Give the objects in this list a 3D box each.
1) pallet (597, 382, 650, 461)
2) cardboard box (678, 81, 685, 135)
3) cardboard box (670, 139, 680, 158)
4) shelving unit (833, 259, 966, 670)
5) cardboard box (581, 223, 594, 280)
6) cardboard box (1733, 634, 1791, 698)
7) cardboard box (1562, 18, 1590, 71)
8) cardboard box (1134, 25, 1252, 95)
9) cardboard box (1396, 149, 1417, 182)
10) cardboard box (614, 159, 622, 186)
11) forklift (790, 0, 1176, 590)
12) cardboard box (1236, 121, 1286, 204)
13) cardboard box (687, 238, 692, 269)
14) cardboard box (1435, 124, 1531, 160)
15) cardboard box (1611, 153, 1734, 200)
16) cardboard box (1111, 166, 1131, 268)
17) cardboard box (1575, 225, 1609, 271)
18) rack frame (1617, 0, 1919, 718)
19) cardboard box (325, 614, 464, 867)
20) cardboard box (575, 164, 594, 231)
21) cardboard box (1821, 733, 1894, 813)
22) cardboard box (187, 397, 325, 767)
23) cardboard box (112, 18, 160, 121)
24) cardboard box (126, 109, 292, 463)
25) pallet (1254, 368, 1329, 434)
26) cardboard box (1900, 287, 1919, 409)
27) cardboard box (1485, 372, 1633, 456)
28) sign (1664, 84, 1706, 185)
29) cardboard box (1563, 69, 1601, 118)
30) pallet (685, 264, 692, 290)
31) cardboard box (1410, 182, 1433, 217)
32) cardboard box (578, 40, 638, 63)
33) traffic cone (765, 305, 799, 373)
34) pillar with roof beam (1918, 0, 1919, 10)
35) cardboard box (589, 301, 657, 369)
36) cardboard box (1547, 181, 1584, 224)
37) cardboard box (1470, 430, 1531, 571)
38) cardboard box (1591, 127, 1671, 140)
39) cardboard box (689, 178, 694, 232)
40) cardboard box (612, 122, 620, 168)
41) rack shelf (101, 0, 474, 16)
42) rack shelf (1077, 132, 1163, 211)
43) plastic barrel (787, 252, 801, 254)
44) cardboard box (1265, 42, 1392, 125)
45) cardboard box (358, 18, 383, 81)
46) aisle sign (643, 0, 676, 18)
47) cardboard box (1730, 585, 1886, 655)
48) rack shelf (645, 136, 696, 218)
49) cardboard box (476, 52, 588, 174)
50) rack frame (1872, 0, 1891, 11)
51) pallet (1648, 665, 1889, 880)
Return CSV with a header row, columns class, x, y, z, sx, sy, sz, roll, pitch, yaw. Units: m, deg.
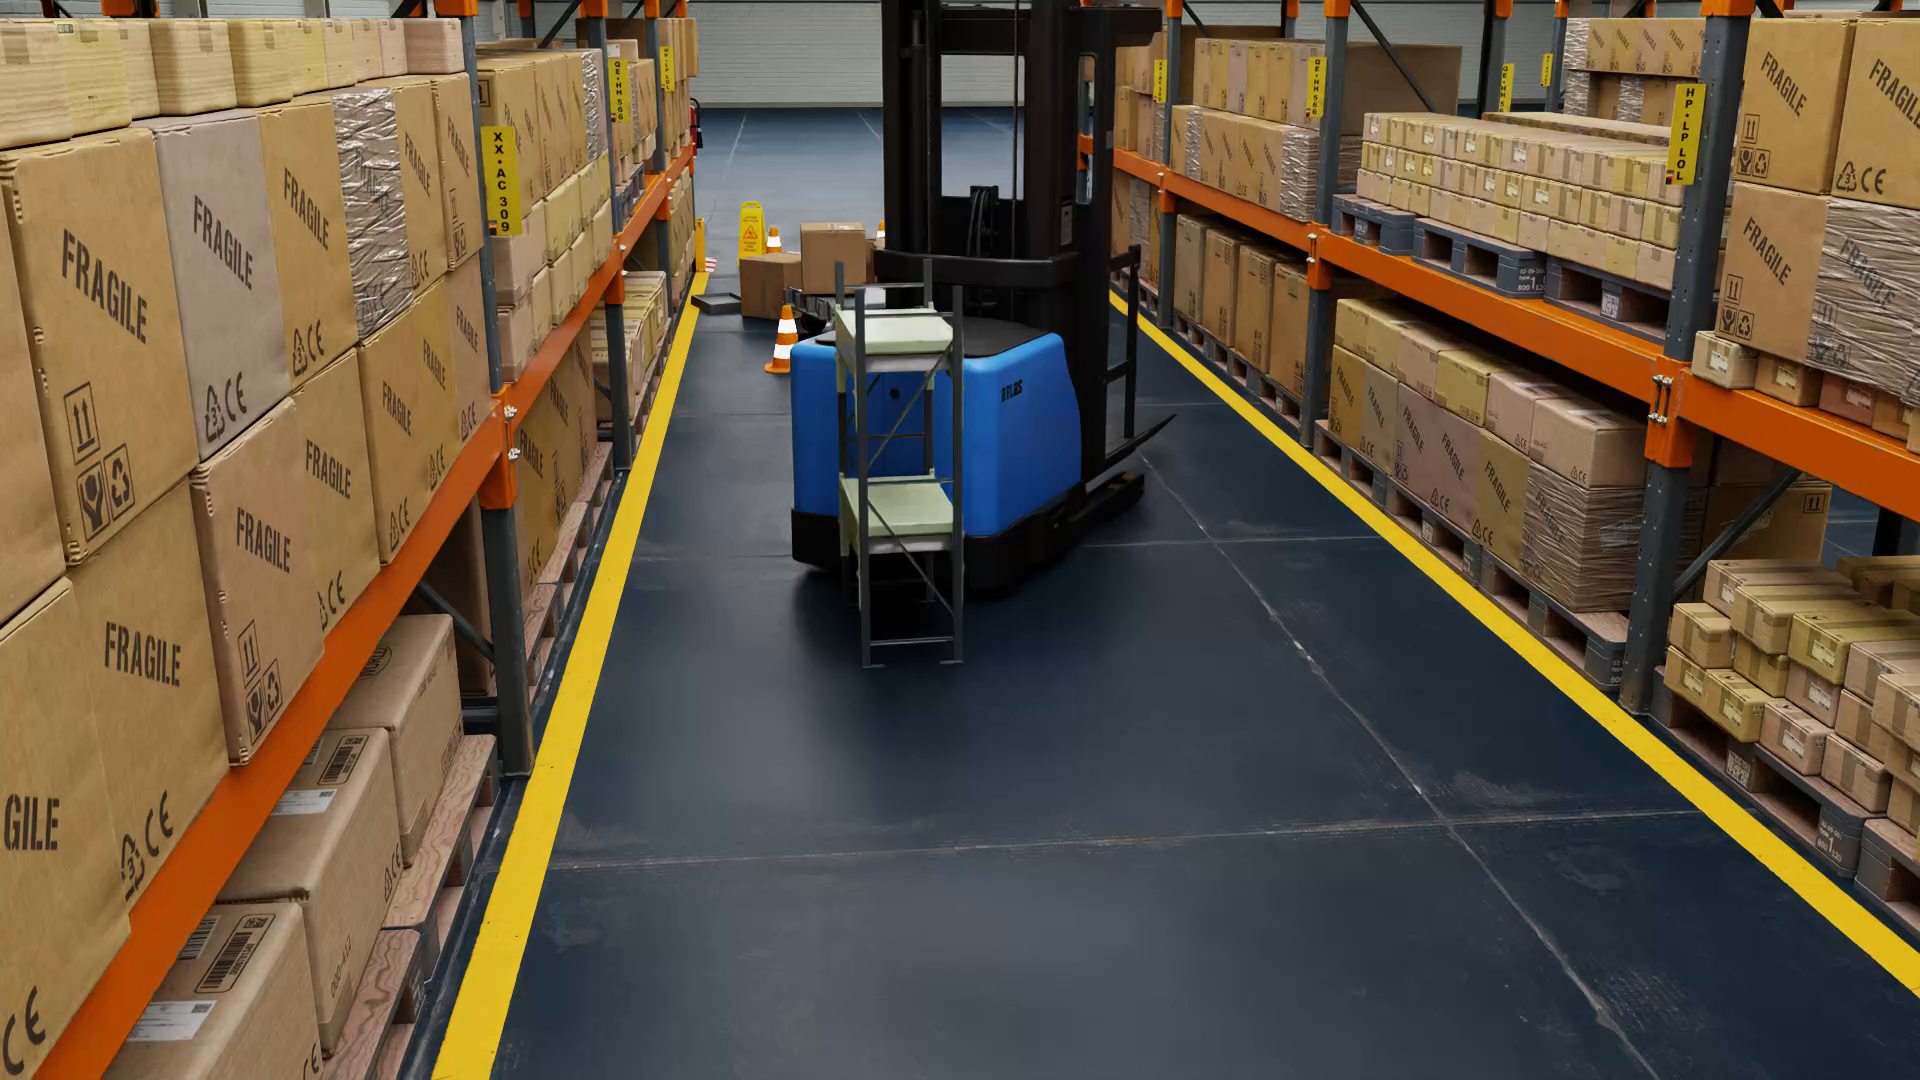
class,x,y,z,sx,sy,sz,roll,pitch,yaw
pallet,-2.445,-0.723,10.127,1.003,0.211,1.213,-2,18,-6
cardboard box,-2.766,-3.942,15.061,0.500,0.500,0.500,-2,18,-6
cardboard box,-2.614,-3.377,14.346,0.380,0.149,0.250,-2,18,-5
shelving unit,-0.252,-0.326,6.711,0.431,1.500,0.755,-3,18,-9
cardboard box,-1.951,-1.304,7.573,0.500,0.250,0.500,-2,18,-6
cardboard box,2.794,0.397,5.467,0.380,0.149,0.250,-2,18,-5
cardboard box,6.452,-5.004,16.776,0.500,0.500,0.500,-2,18,-6
cardboard box,1.959,-4.053,14.026,0.875,0.550,0.550,-2,18,-6
cardboard box,2.458,-1.915,8.492,0.380,0.149,0.250,-2,18,-7
cardboard box,-2.192,-2.172,9.804,0.380,0.149,0.250,-3,18,-9
forklift,0.321,-1.579,8.312,1.130,2.935,3.031,8,19,24
cardboard box,2.132,-2.474,10.884,0.500,0.500,0.500,-2,18,-7
cardboard box,-2.794,-2.705,15.675,0.500,0.250,0.500,-2,18,-5
cardboard box,2.510,-1.911,7.982,0.380,0.149,0.250,-1,17,-3
cardboard box,2.696,-1.369,6.257,0.380,0.149,0.250,-2,18,-7
cardboard box,1.951,-3.111,15.926,0.875,0.875,0.875,-2,18,-7
cardboard box,2.671,-1.156,6.569,0.380,0.149,0.250,-2,18,-6
rack frame,2.960,-0.812,5.754,1.000,3.000,0.127,-2,18,-6
cardboard box,-1.995,0.584,4.886,0.875,0.438,0.875,-2,18,-6
cardboard box,-1.933,-1.546,7.510,0.500,0.250,0.500,-2,18,-7
cardboard box,2.859,0.692,5.022,0.380,0.149,0.250,-2,18,-7
cardboard box,-1.419,0.062,2.806,0.500,0.500,0.500,-2,18,-6
cardboard box,-1.437,-0.697,2.469,0.380,0.149,0.250,-2,18,-5
cardboard box,-1.428,-0.420,2.671,0.500,0.500,0.500,-2,18,-6
pallet,2.541,-0.910,10.723,1.003,0.211,1.213,-2,18,-6
cardboard box,2.835,-0.547,4.249,0.500,0.500,0.500,-2,18,-7
cardboard box,2.592,-0.545,7.124,0.500,0.250,0.500,-1,17,-3
sign,2.408,-1.346,5.523,0.100,0.325,0.005,-2,18,-6
cardboard box,6.696,-4.535,16.950,0.875,0.500,0.500,-2,18,-6
pallet,-3.134,-2.608,16.130,1.003,0.211,1.213,-2,18,-6
cardboard box,2.478,-1.704,8.314,0.380,0.149,0.250,-1,17,-3
cardboard box,-2.370,-3.295,11.217,0.380,0.149,0.250,-3,18,-8
traffic cone,-1.258,-1.475,12.104,0.336,0.463,0.334,-2,18,-6
pillar with roof beam,16.241,-12.879,34.177,9.100,9.000,0.400,-2,18,-6
cardboard box,-2.571,-1.381,11.255,0.950,0.372,0.625,-1,17,-4
cardboard box,2.639,-1.380,6.787,0.380,0.149,0.250,-2,18,-7
cardboard box,2.581,-0.185,7.230,0.500,0.500,0.500,-2,18,-7
cardboard box,3.185,-1.850,7.788,0.380,0.149,0.250,-1,17,-3
cardboard box,-2.849,-3.219,16.061,0.500,0.500,0.500,-2,18,-5
cardboard box,-2.182,-2.351,9.295,0.500,0.500,0.500,-2,18,-7
rack shelf,-1.747,-1.121,2.932,1.077,0.370,4.000,-2,18,-6
rack shelf,1.929,-3.448,15.352,1.077,0.370,4.000,-2,18,-6
plastic barrel,-1.472,-2.406,15.134,0.512,0.421,0.421,11,21,32
cardboard box,2.402,-2.966,10.779,0.700,0.500,0.500,-2,18,-6
cardboard box,-1.670,-1.224,4.150,0.380,0.149,0.250,-2,18,-6
aisle sign,-2.909,-5.471,16.257,0.394,0.787,0.004,-2,18,-6
cardboard box,2.759,0.257,5.415,0.380,0.149,0.250,-1,17,-3
rack shelf,-2.985,-3.265,14.769,1.077,0.370,4.000,-2,18,-6
cardboard box,-1.947,-1.898,7.379,0.500,0.500,0.500,-2,18,-6
rack frame,7.079,-3.318,13.738,1.000,3.000,0.127,-2,18,-6
pallet,3.064,0.718,5.538,1.003,0.211,1.213,-2,18,-6
